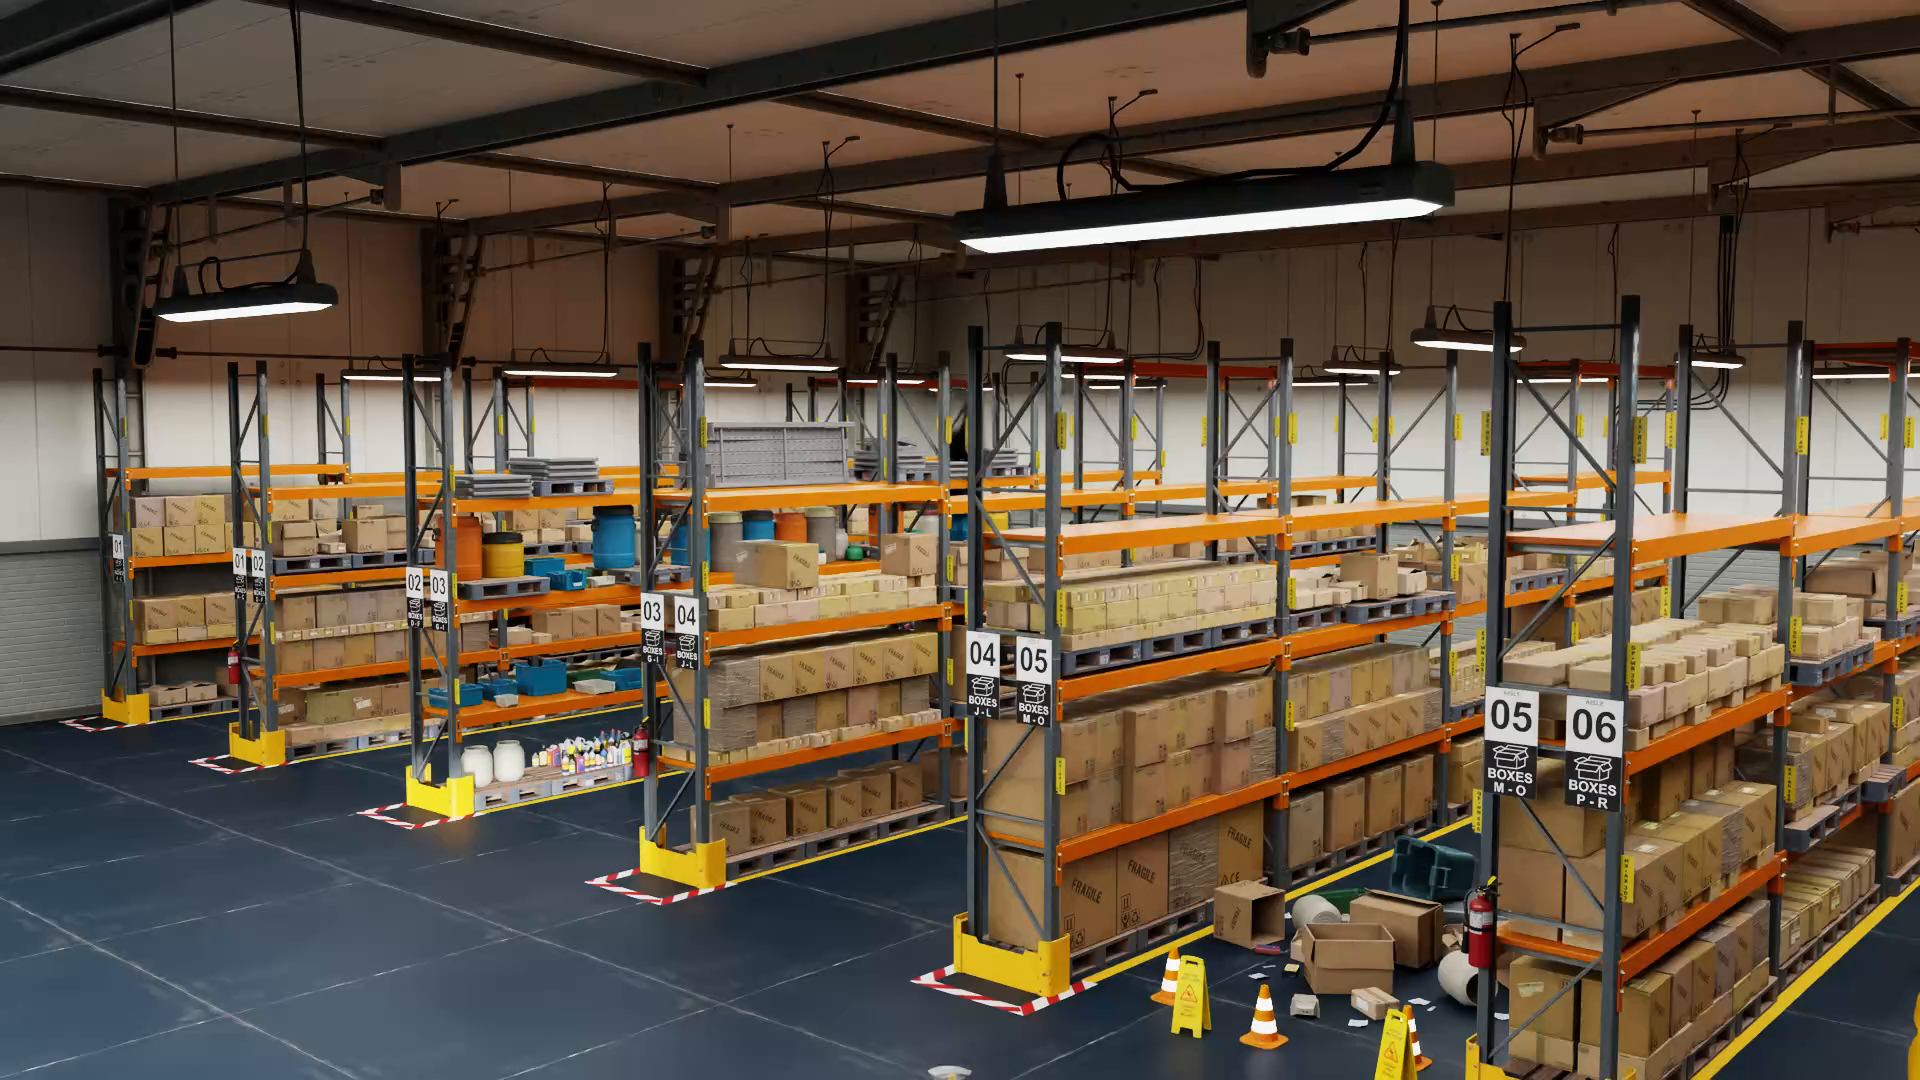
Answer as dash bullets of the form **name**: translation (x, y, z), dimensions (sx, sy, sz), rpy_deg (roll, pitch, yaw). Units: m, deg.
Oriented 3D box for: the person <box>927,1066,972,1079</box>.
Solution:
- **person**: translation (-0.080, 3.686, 9.585), dimensions (0.601, 1.628, 0.965), rpy_deg (-1, 4, -9)
